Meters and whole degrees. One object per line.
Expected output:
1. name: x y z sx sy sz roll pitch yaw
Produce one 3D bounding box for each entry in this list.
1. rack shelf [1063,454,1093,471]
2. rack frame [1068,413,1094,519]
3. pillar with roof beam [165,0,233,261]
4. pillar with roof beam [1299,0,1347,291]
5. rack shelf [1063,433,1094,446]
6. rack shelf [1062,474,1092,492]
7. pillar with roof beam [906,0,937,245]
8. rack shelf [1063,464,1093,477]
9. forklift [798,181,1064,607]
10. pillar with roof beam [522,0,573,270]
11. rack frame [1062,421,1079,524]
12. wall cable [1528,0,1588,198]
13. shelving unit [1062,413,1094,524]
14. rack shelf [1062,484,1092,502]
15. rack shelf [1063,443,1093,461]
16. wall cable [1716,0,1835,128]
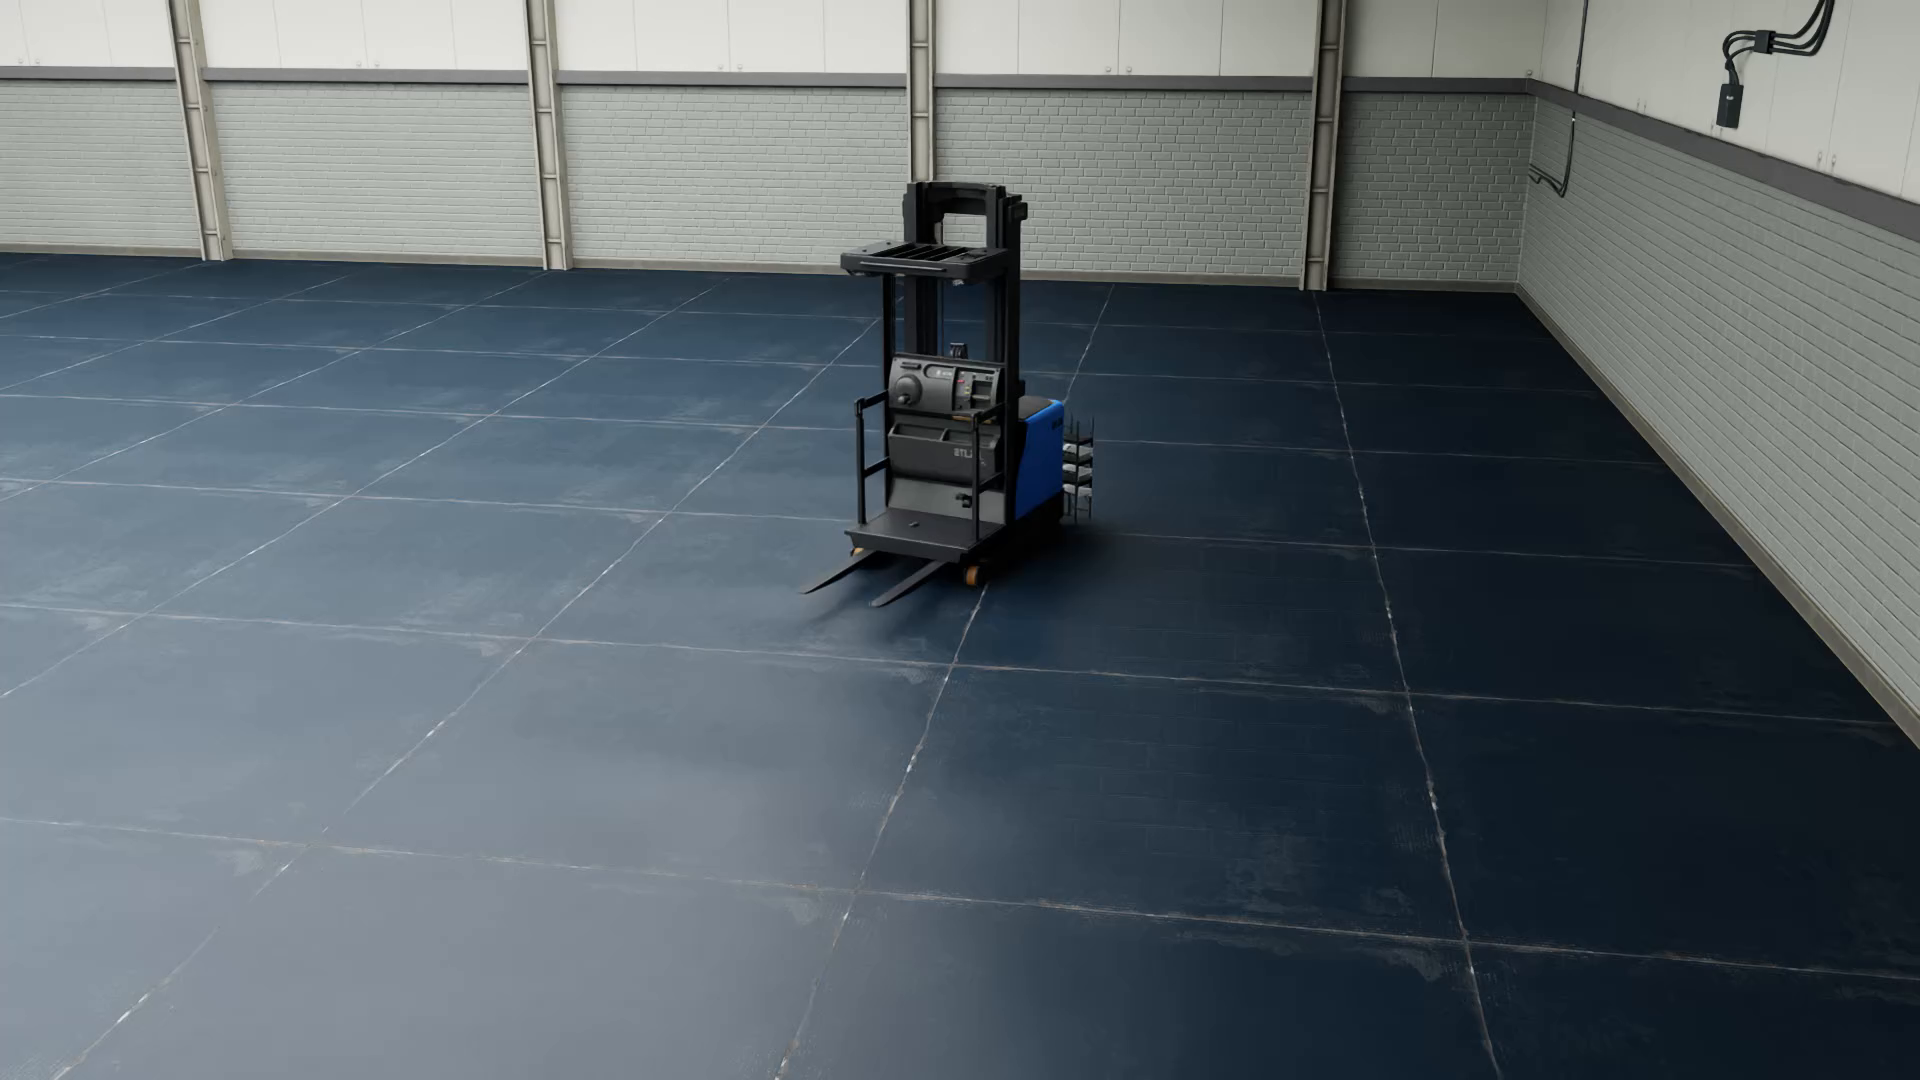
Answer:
1. rack shelf: 0.973 -0.666 14.194 0.258 0.077 0.200 15 24 38
2. rack frame: 1.039 -0.636 14.285 0.240 0.900 0.006 15 24 38
3. pillar with roof beam: -13.114 -7.627 22.415 0.400 9.000 9.100 3 19 9
4. pillar with roof beam: 4.658 -6.721 19.708 0.400 9.000 9.100 3 19 9
5. rack shelf: 0.973 -0.836 14.137 0.258 0.077 0.200 15 24 38
6. rack shelf: 0.972 -0.495 14.251 0.258 0.077 0.200 15 24 38
7. pillar with roof beam: -1.266 -7.023 20.610 0.400 9.000 9.100 3 19 9
8. rack shelf: 0.972 -0.580 14.222 0.258 0.077 0.200 15 24 38
9. forklift: -0.212 -1.188 12.735 1.130 2.935 3.031 9 20 24
10. pillar with roof beam: -7.190 -7.325 21.513 0.400 9.000 9.100 3 19 9
11. rack frame: 0.906 -0.588 14.139 0.240 0.900 0.006 15 24 38
12. wall cable: 8.039 -6.034 22.550 0.112 2.526 3.097 3 19 9
13. shelving unit: 0.972 -0.612 14.212 0.258 0.900 0.210 15 24 38
14. rack shelf: 0.972 -0.409 14.279 0.258 0.077 0.200 15 24 38
15. rack shelf: 0.973 -0.751 14.166 0.258 0.077 0.200 15 24 38
16. wall cable: 6.518 -6.146 12.631 0.169 6.003 2.305 3 19 9
